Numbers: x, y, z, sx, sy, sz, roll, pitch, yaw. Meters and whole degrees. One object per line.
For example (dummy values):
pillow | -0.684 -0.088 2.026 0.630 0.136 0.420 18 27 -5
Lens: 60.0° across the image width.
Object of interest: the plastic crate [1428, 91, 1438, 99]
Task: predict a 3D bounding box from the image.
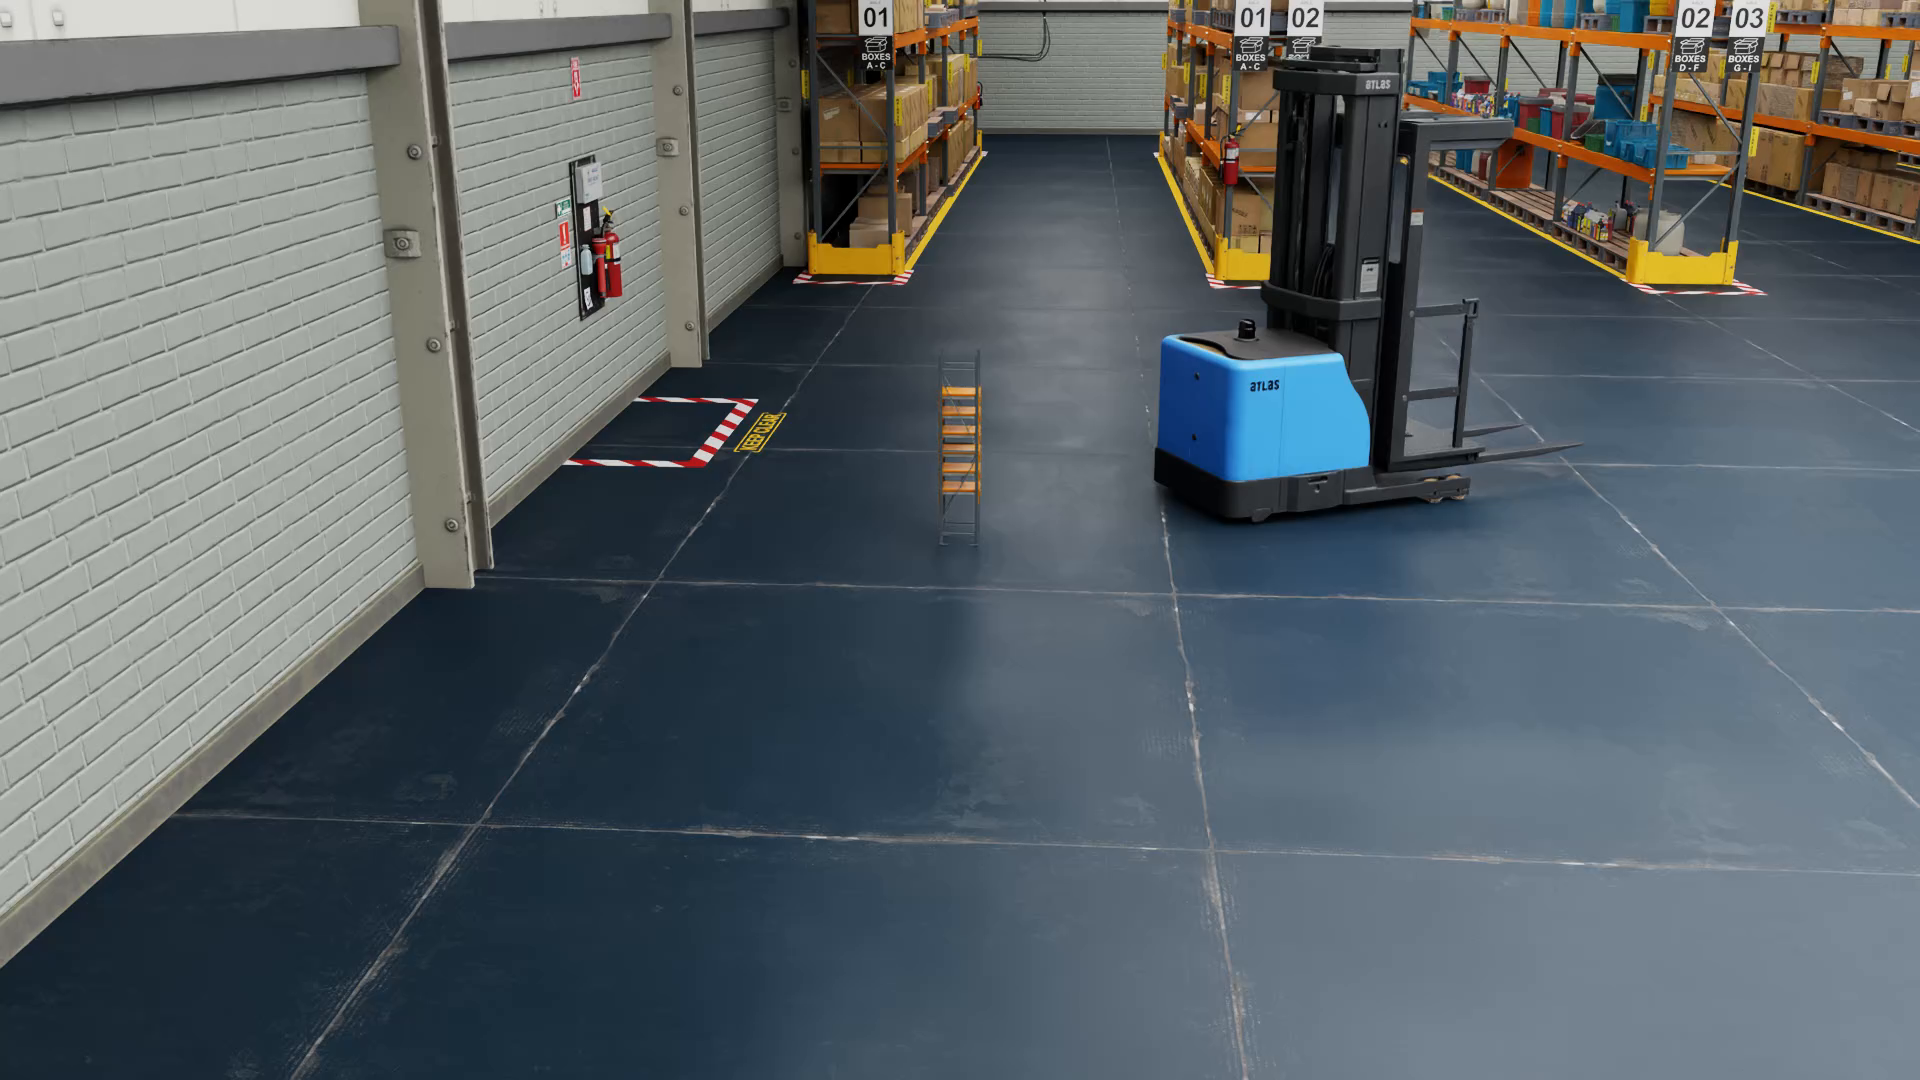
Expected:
plastic crate | 9.288 -8.658 32.354 0.293 0.136 0.466 1 18 4

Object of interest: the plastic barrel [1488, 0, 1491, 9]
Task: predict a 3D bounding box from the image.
plastic barrel | 9.600 -9.633 29.211 0.600 0.588 0.600 0 18 0

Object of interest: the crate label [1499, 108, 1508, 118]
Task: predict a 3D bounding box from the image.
crate label | 8.772 -6.762 26.513 0.303 0.233 0.416 1 18 4

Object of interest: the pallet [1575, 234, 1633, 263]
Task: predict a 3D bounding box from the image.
pallet | 8.715 -3.809 21.710 1.003 0.211 1.213 1 18 4

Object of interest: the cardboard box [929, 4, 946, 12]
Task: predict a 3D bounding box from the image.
cardboard box | -0.488 -8.349 26.378 0.500 0.311 0.500 1 18 4

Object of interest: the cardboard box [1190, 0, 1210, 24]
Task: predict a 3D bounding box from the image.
cardboard box | 4.233 -8.685 27.135 0.910 0.500 0.500 1 18 4

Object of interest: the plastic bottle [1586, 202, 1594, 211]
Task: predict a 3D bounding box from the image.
plastic bottle | 8.561 -4.428 22.666 0.144 0.351 0.185 1 18 4

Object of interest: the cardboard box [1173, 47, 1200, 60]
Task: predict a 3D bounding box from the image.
cardboard box | 4.334 -9.163 31.804 0.500 0.500 0.500 1 18 3

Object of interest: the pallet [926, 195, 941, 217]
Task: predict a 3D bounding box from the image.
pallet | -0.853 -5.240 26.076 1.003 0.211 1.213 1 18 4

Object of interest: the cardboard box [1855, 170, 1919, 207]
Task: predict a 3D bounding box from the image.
cardboard box | 14.027 -5.318 25.143 0.700 0.500 0.500 3 18 9

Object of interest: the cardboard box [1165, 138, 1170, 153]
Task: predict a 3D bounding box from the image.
cardboard box | 4.416 -7.990 33.700 0.500 0.250 0.500 1 18 4

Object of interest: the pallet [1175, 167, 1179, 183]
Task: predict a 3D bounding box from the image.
pallet | 4.502 -6.740 30.653 1.003 0.211 1.213 1 18 4

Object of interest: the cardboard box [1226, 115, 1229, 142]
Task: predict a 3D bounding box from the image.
cardboard box | 3.817 -5.265 21.512 0.700 0.500 0.500 2 18 6

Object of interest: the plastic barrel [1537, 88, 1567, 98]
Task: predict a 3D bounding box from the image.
plastic barrel | 9.445 -6.878 26.379 0.600 0.536 0.708 1 18 4

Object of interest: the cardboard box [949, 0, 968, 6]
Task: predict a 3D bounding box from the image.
cardboard box | -0.106 -10.238 31.439 0.500 0.250 0.500 1 18 4

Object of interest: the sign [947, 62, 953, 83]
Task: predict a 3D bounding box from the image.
sign | -0.164 -7.689 27.339 0.100 0.325 0.005 1 18 4

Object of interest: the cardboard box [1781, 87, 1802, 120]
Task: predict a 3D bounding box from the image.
cardboard box | 13.946 -7.215 27.464 0.500 0.500 0.500 1 18 3

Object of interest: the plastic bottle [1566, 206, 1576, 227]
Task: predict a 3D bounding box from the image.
plastic bottle | 8.433 -4.447 22.844 0.152 0.276 0.135 2 18 6

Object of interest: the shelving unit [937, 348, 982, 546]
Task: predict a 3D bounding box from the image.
shelving unit | -0.001 -0.566 10.222 0.258 1.200 0.189 1 18 4

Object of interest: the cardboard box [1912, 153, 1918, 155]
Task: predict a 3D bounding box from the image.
cardboard box | 19.336 -7.803 33.322 0.380 0.149 0.250 1 18 4

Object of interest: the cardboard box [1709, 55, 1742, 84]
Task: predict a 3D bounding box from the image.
cardboard box | 14.169 -8.671 30.629 0.500 0.500 0.500 2 18 5

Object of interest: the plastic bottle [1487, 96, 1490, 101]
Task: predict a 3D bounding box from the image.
plastic bottle | 9.631 -7.980 30.278 0.097 0.201 0.097 0 18 0

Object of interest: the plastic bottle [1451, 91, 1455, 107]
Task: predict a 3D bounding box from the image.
plastic bottle | 9.011 -8.047 30.351 0.061 0.283 0.133 1 18 4

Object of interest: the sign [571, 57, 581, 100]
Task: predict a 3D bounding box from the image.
sign | -2.837 -3.409 12.286 0.001 0.298 0.199 1 18 4

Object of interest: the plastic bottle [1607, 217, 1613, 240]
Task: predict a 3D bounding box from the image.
plastic bottle | 8.449 -4.054 21.633 0.061 0.283 0.133 1 18 4

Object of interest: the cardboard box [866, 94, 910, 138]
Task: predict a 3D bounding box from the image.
cardboard box | -0.900 -5.290 20.756 0.500 0.500 0.500 1 18 4

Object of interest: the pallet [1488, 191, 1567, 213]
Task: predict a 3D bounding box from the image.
pallet | 9.082 -5.400 26.563 1.003 0.211 1.213 1 18 4

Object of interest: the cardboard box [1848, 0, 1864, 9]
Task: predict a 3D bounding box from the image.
cardboard box | 13.786 -8.267 25.054 0.500 0.500 0.500 1 18 4

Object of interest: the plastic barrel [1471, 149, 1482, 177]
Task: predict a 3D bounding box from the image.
plastic barrel | 9.226 -6.662 29.259 0.421 0.512 0.421 0 18 0

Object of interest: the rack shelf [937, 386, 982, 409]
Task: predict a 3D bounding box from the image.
rack shelf | -0.001 -0.866 10.124 0.258 0.103 0.180 1 18 4

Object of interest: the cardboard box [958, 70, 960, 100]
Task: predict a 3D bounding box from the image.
cardboard box | -0.272 -8.163 29.847 0.500 0.500 0.500 1 18 4

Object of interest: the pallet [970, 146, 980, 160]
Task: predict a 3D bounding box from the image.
pallet | -0.111 -8.095 34.789 1.003 0.211 1.213 1 18 4

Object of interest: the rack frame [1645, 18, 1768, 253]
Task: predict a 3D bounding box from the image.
rack frame | 8.603 -4.480 19.278 1.000 3.000 0.127 1 18 4

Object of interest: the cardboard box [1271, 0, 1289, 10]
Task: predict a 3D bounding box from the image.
cardboard box | 3.708 -6.511 19.593 0.797 0.503 0.637 3 18 8

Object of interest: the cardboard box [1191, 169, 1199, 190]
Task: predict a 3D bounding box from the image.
cardboard box | 3.761 -5.442 25.055 0.500 0.311 0.500 1 18 4

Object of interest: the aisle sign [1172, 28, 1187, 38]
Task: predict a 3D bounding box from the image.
aisle sign | 4.521 -10.824 34.464 0.394 0.787 0.004 1 18 4

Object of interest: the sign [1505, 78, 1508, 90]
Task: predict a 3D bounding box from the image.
sign | 10.011 -8.325 30.569 0.100 0.325 0.005 1 18 4

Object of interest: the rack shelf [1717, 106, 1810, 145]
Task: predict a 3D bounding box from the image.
rack shelf | 14.260 -7.133 28.531 1.077 0.370 4.000 1 18 4

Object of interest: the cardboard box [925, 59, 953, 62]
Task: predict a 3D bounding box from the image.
cardboard box | -0.378 -8.043 28.276 0.500 0.250 0.500 1 18 3

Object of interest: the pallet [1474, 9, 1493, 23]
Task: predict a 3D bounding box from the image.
pallet | 9.426 -8.945 28.389 1.003 0.211 1.213 1 18 4

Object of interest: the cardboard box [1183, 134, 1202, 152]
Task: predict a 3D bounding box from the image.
cardboard box | 4.068 -6.767 28.361 0.500 0.250 0.500 2 18 6

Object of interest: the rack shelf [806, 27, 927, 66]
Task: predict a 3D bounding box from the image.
rack shelf | -1.136 -6.406 21.493 1.077 0.370 4.000 1 18 4

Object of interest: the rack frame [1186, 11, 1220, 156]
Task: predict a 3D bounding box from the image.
rack frame | 4.236 -7.076 27.201 1.000 3.000 0.127 1 18 4

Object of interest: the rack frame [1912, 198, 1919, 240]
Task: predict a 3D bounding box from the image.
rack frame | 13.829 -5.612 22.732 1.000 3.000 0.127 1 18 4

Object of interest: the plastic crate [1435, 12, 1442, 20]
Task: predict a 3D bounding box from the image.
plastic crate | 9.174 -9.910 31.457 0.293 0.136 0.466 1 18 4

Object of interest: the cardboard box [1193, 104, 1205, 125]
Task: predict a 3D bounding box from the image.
cardboard box | 3.978 -6.760 26.381 0.500 0.311 0.500 1 18 3

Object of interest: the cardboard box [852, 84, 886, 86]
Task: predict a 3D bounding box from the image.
cardboard box | -1.234 -6.097 23.216 0.500 0.500 0.500 1 18 3

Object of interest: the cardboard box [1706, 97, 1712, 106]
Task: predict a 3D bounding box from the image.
cardboard box | 14.116 -8.159 30.909 0.380 0.149 0.250 2 18 5

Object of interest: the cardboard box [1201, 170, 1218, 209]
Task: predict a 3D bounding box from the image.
cardboard box | 3.575 -4.791 22.763 0.500 0.500 0.500 1 18 4

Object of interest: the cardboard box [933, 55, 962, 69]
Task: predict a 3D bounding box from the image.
cardboard box | -0.243 -8.673 30.201 0.500 0.250 0.500 2 18 5

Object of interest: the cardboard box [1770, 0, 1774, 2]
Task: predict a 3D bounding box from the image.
cardboard box | 14.235 -9.340 28.762 0.500 0.311 0.500 1 18 2

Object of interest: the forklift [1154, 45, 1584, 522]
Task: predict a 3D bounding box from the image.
forklift | 2.904 -1.784 11.160 3.031 2.935 1.130 -7 20 -21

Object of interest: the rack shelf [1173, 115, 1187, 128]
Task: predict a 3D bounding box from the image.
rack shelf | 4.379 -7.356 29.209 1.077 0.370 4.000 1 18 4
